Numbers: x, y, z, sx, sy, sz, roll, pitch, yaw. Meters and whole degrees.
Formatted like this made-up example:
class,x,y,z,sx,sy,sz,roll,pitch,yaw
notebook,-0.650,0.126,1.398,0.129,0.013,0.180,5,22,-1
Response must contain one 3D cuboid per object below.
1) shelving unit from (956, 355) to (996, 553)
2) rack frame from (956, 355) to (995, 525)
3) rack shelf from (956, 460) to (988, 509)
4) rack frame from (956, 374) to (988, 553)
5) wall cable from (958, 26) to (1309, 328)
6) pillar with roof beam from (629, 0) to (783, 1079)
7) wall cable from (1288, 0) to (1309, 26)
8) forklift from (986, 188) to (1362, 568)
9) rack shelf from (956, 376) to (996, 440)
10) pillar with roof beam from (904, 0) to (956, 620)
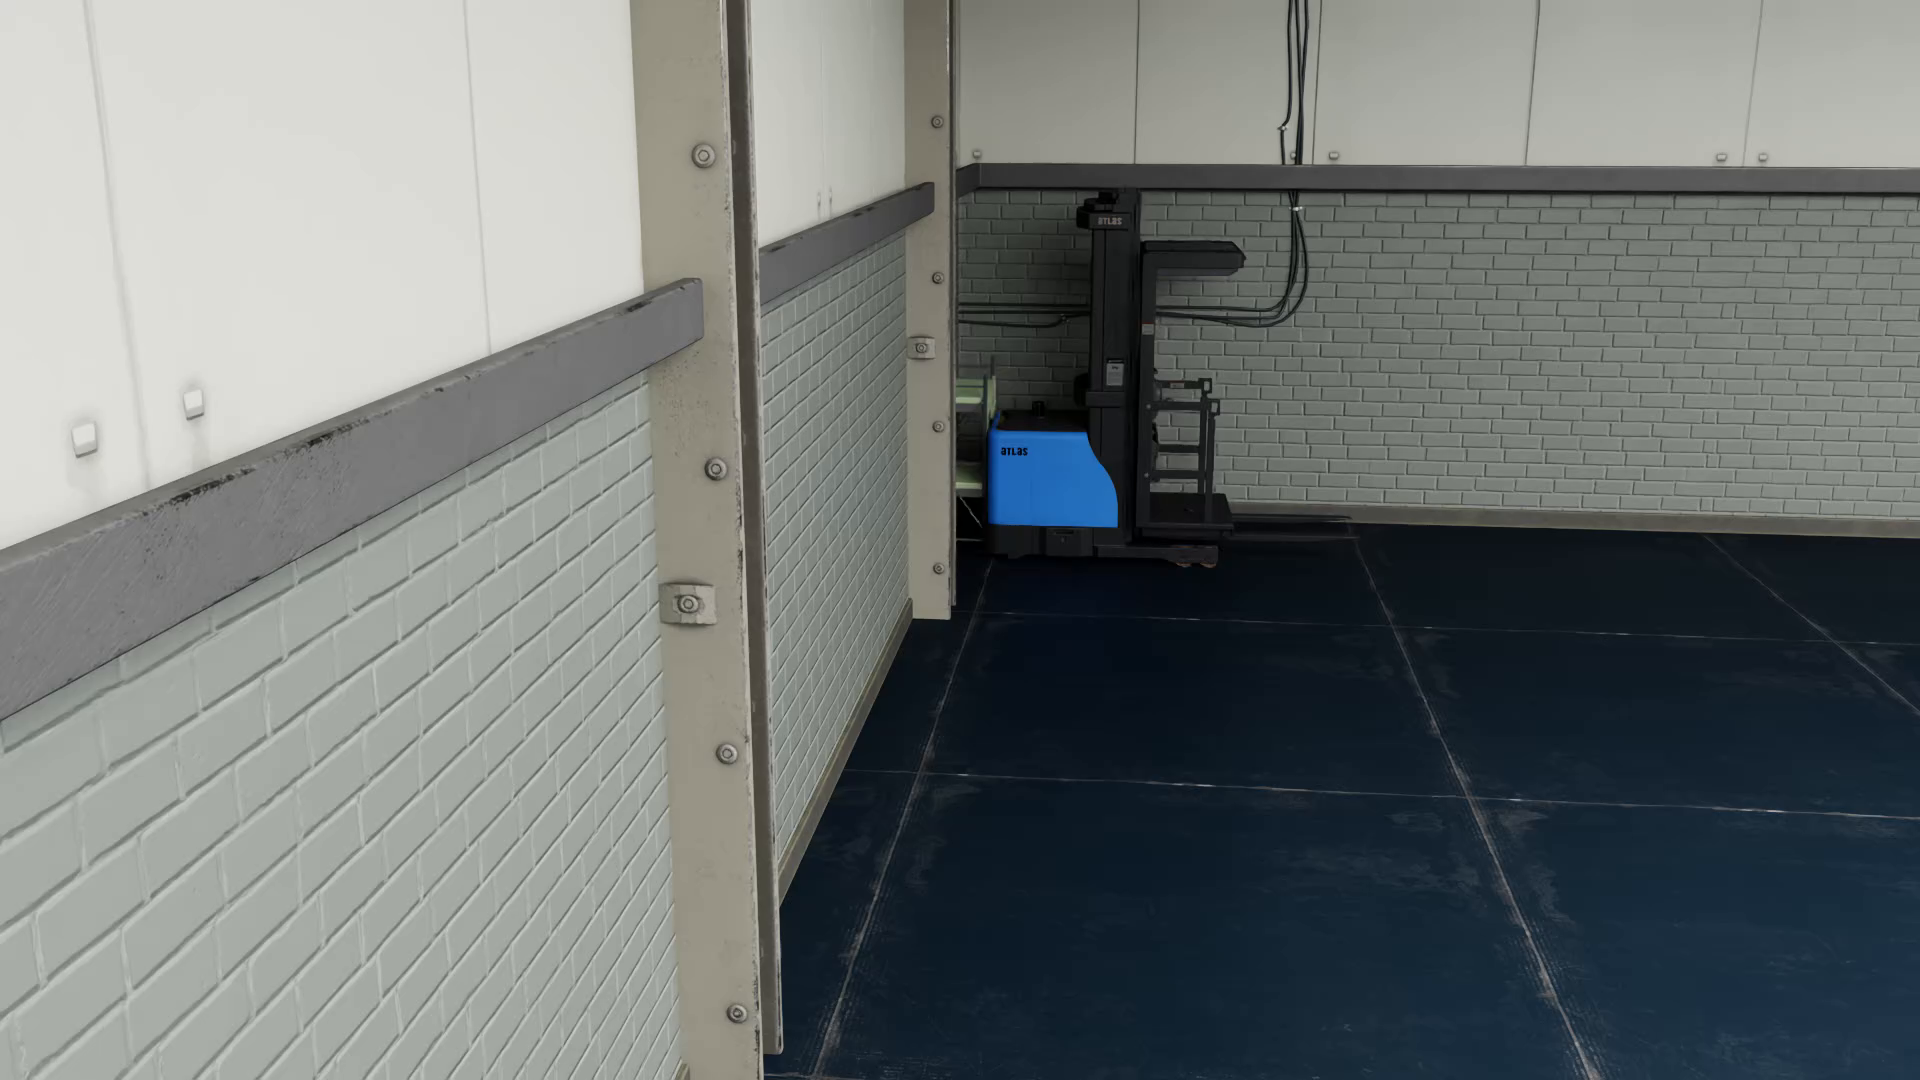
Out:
class,x,y,z,sx,sy,sz,roll,pitch,yaw
shelving unit,0.057,-0.732,13.886,0.431,1.500,0.755,2,18,5
rack frame,0.094,-0.845,14.232,0.400,1.500,0.023,2,18,5
rack shelf,0.057,-0.422,13.987,0.431,0.370,0.720,2,18,5
rack frame,0.020,-0.619,13.540,0.400,1.500,0.023,2,18,5
wall cable,1.442,-3.051,14.154,3.097,2.526,0.112,2,15,6
pillar with roof beam,3.396,-2.142,4.843,9.100,9.000,0.400,2,15,6
wall cable,4.130,-5.409,13.200,3.097,2.526,0.112,2,15,6
forklift,1.756,-1.339,13.498,3.031,2.935,1.130,1,15,5
rack shelf,0.058,-1.103,13.765,0.431,0.370,0.720,2,18,5
pillar with roof beam,4.073,-3.698,10.598,9.100,9.000,0.400,2,15,6
